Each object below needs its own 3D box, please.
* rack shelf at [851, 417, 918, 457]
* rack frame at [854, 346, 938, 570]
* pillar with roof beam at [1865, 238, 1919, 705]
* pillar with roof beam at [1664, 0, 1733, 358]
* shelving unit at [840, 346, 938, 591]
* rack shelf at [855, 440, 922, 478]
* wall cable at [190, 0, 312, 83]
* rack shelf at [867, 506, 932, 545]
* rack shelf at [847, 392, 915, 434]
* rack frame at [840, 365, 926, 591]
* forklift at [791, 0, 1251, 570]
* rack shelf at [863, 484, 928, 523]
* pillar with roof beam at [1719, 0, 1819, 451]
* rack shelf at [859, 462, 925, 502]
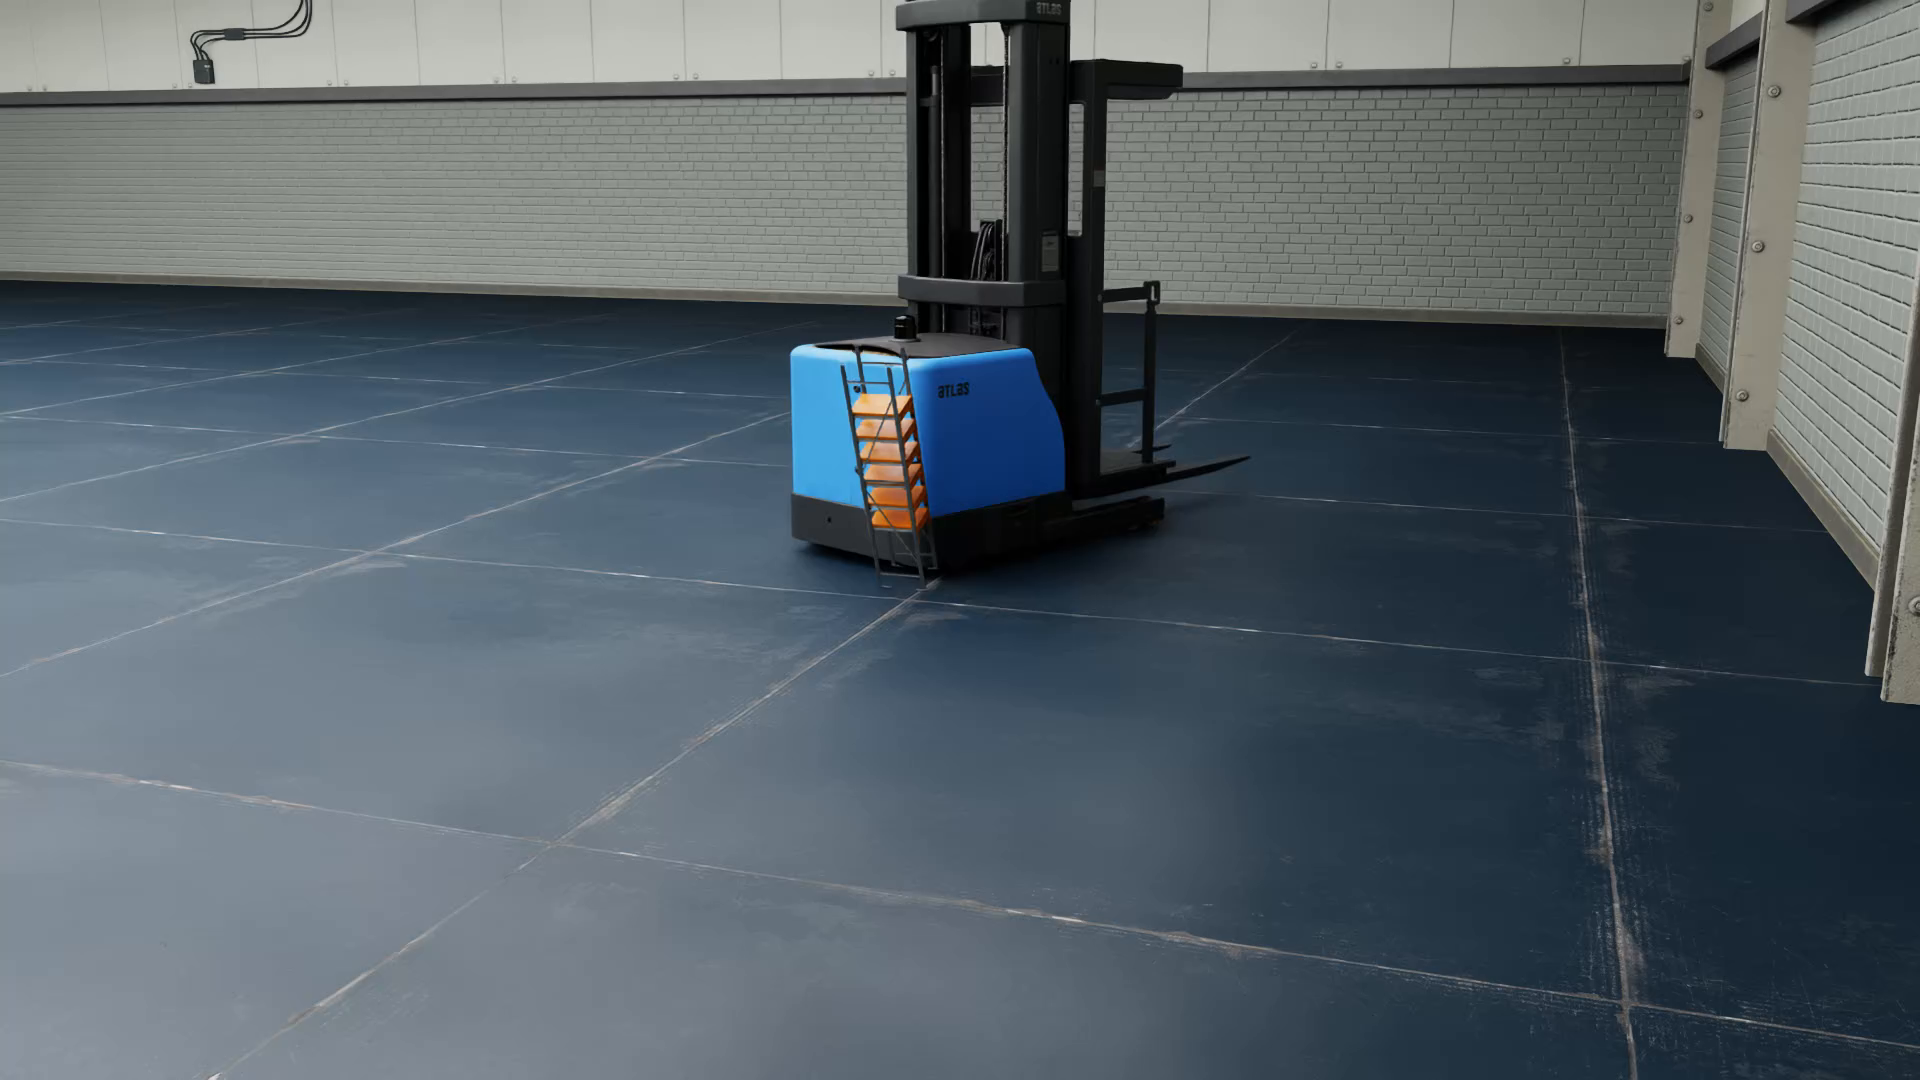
[{"bbox_3d":[-0.341,-0.477,7.586,0.258,0.103,0.180,4,35,18],"label":"rack shelf"},{"bbox_3d":[-0.290,-0.365,7.763,0.240,1.200,0.006,4,35,18],"label":"rack frame"},{"bbox_3d":[-0.362,-4.116,6.798,9.100,9.000,0.400,4,14,18],"label":"pillar with roof beam"},{"bbox_3d":[3.521,-6.643,17.868,9.100,9.000,0.400,4,14,18],"label":"pillar with roof beam"},{"bbox_3d":[-0.318,-0.314,7.692,0.258,1.200,0.189,4,35,18],"label":"shelving unit"},{"bbox_3d":[-0.326,-0.377,7.651,0.258,0.103,0.180,4,35,18],"label":"rack shelf"},{"bbox_3d":[-11.029,-10.097,25.360,2.305,6.003,0.169,4,14,18],"label":"wall cable"},{"bbox_3d":[-0.284,-0.078,7.846,0.258,0.103,0.180,4,35,18],"label":"rack shelf"},{"bbox_3d":[-0.355,-0.577,7.520,0.258,0.103,0.180,4,35,18],"label":"rack shelf"},{"bbox_3d":[-0.345,-0.264,7.621,0.240,1.200,0.006,4,35,18],"label":"rack frame"},{"bbox_3d":[0.503,-1.541,9.151,1.130,2.935,3.031,12,18,43],"label":"forklift"},{"bbox_3d":[-0.298,-0.178,7.781,0.258,0.103,0.180,4,35,18],"label":"rack shelf"},{"bbox_3d":[1.580,-5.379,12.333,9.100,9.000,0.400,4,14,18],"label":"pillar with roof beam"},{"bbox_3d":[-0.312,-0.277,7.716,0.258,0.103,0.180,4,35,18],"label":"rack shelf"}]
